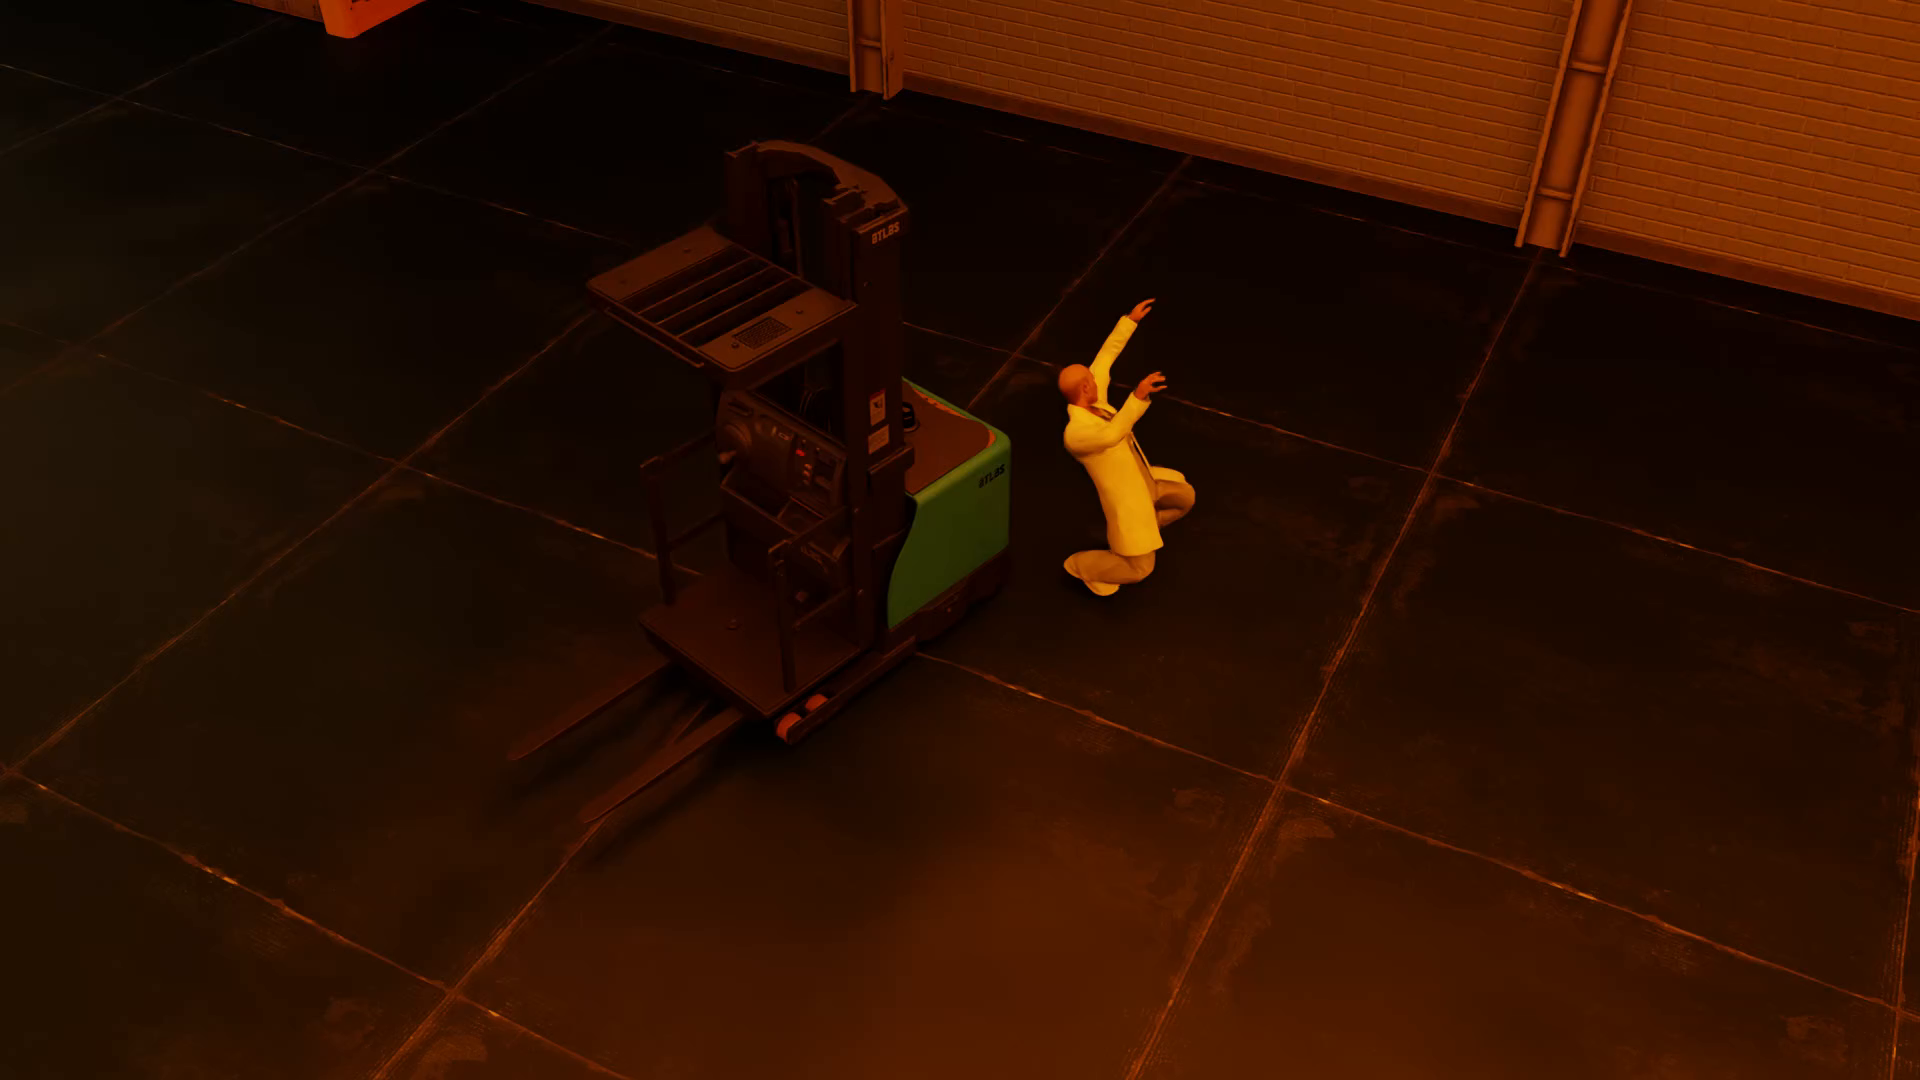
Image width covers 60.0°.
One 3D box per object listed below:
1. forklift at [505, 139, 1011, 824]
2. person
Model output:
[{"bbox_3d":[-1.073,-0.399,8.460,1.130,2.935,3.031,31,49,32],"label":"forklift"},{"bbox_3d":[0.958,-0.470,9.524,0.805,1.728,1.090,12,42,14],"label":"person"}]
